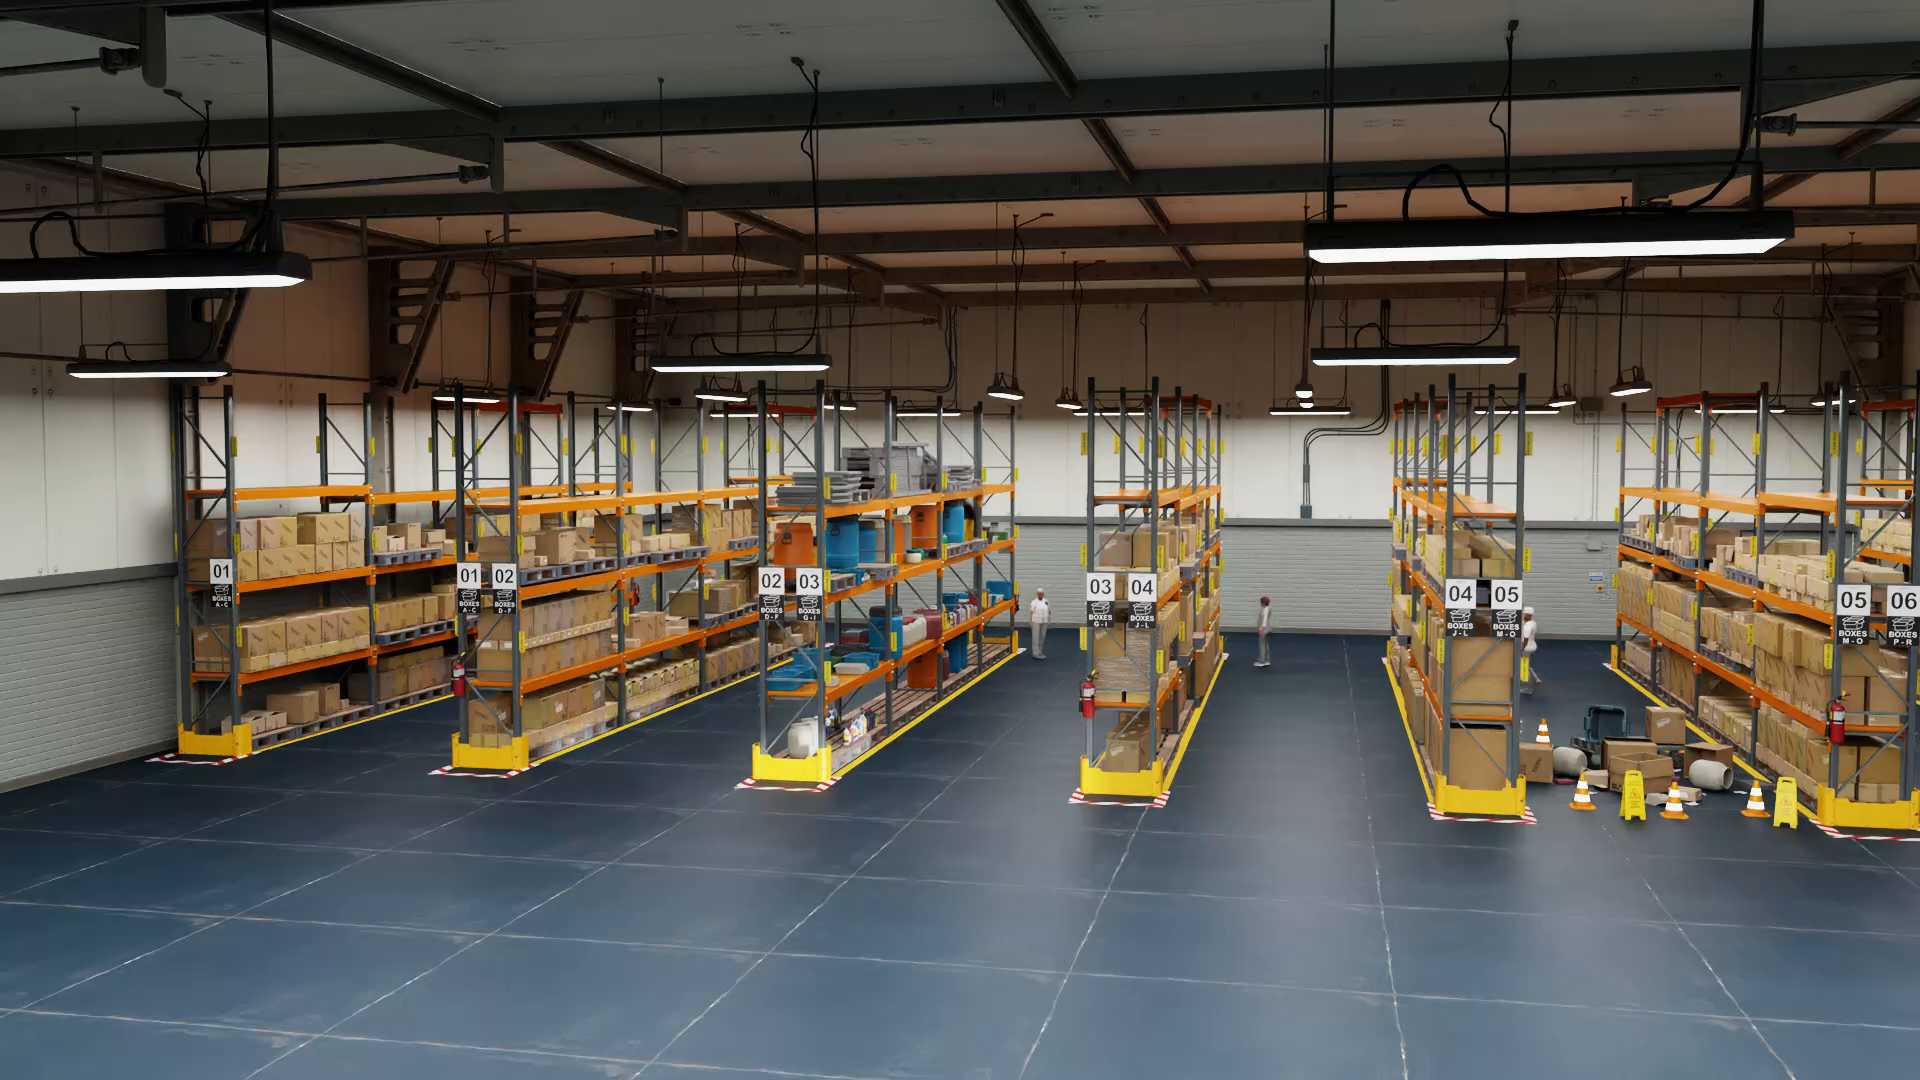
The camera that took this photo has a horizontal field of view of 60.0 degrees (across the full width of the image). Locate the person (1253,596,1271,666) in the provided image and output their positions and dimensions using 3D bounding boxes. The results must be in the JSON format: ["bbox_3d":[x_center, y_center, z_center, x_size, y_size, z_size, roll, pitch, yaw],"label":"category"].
[{"bbox_3d":[6.896,2.090,37.958,0.386,1.591,0.479,1,3,17],"label":"person"}]

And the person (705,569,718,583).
[{"bbox_3d":[-6.480,1.694,43.768,0.549,1.669,0.598,1,3,19],"label":"person"}]

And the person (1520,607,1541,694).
[{"bbox_3d":[11.449,2.229,33.595,0.605,1.763,0.501,-3,4,-39],"label":"person"}]

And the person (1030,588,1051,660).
[{"bbox_3d":[1.923,1.976,39.469,0.519,1.669,0.574,-1,4,-24],"label":"person"}]
